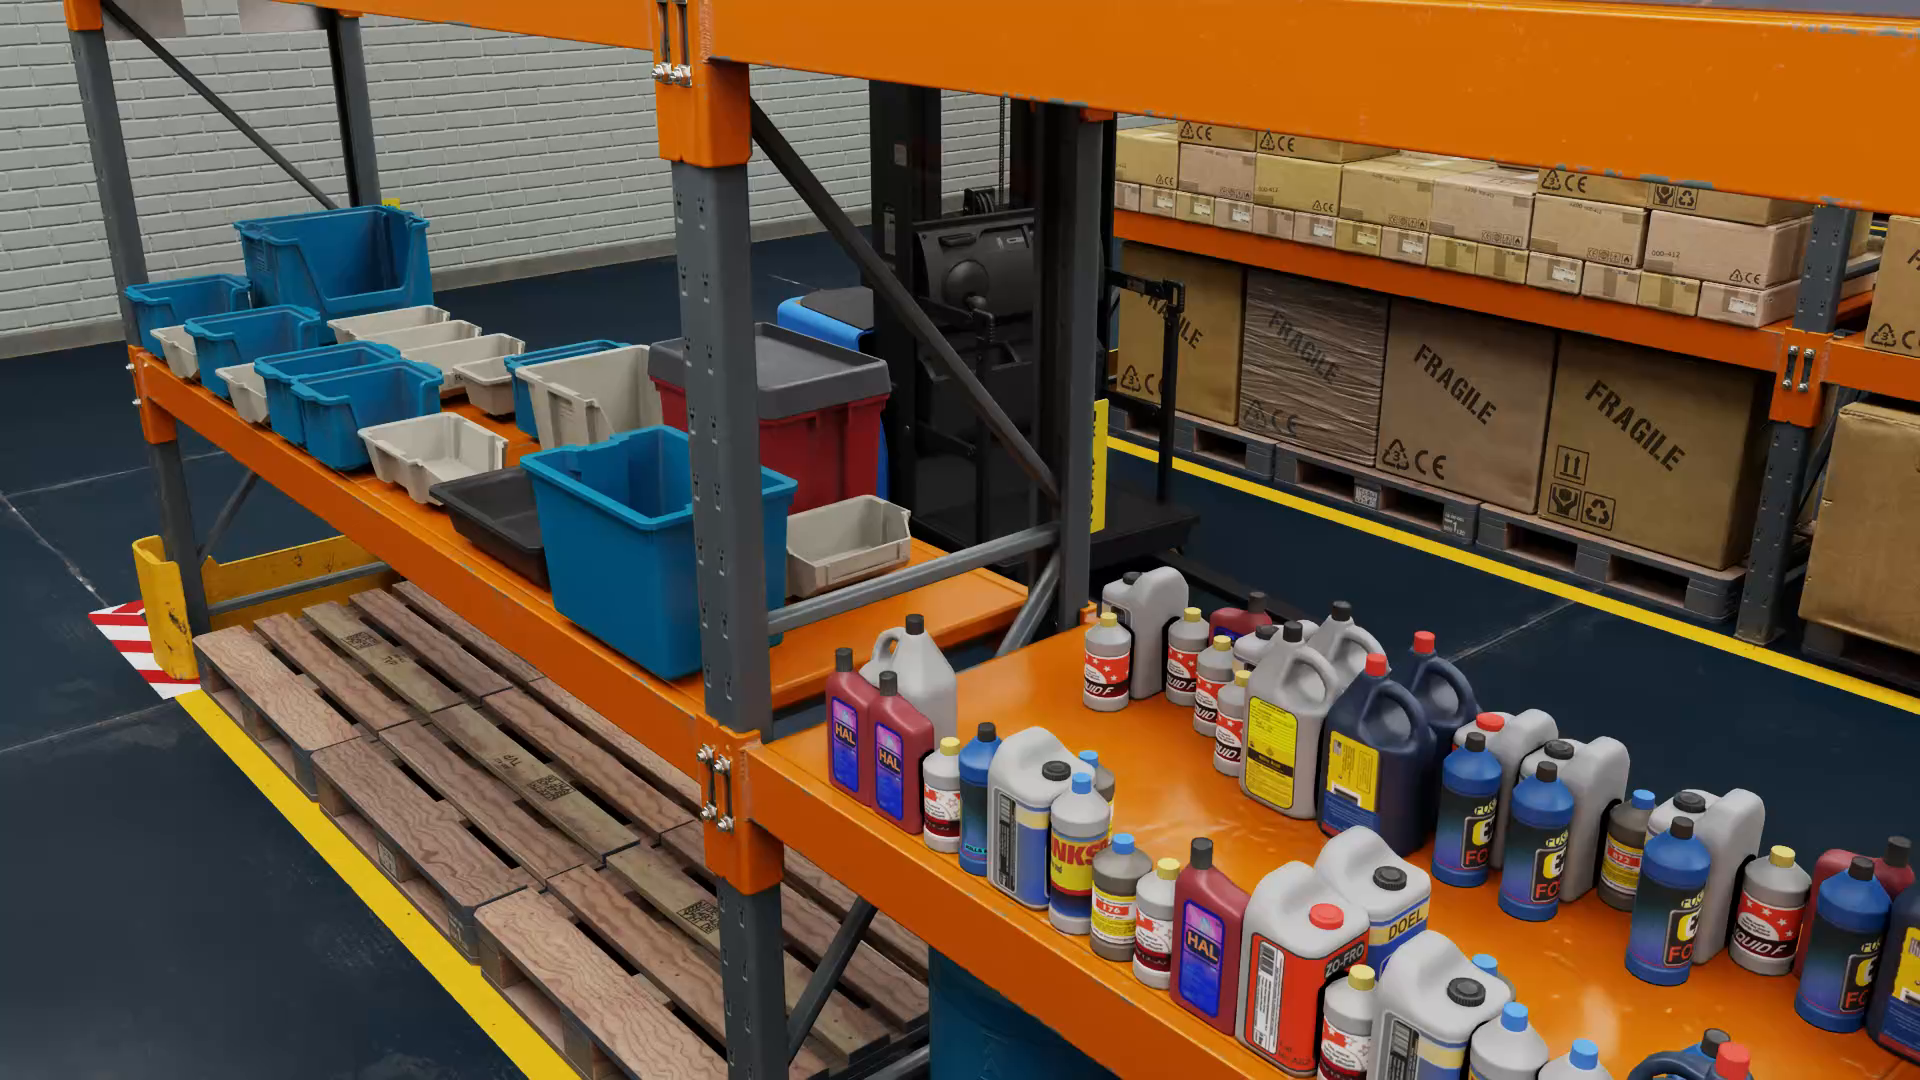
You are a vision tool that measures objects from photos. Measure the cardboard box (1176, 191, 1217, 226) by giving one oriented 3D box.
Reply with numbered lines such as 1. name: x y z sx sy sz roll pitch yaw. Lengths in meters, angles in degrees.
1. cardboard box: 1.349 -1.757 8.702 0.380 0.149 0.250 -18 28 -39

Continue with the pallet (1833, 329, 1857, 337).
1. pallet: 6.200 -1.456 11.411 1.003 0.211 1.213 -17 27 -37

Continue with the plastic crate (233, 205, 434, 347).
1. plastic crate: -2.361 -1.009 6.317 0.616 0.435 0.499 -17 27 -37

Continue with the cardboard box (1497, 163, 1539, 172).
1. cardboard box: 2.865 -1.978 7.692 0.500 0.500 0.500 -19 28 -39

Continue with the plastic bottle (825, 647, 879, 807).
1. plastic bottle: -0.194 0.349 3.139 0.061 0.283 0.133 -17 27 -37

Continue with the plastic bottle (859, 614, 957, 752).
1. plastic bottle: -0.099 0.301 3.171 0.144 0.351 0.185 -17 27 -37

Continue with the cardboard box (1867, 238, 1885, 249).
1. cardboard box: 6.397 -1.967 11.411 0.380 0.149 0.250 -17 27 -37

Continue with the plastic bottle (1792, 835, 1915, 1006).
1. plastic bottle: 1.385 0.573 2.568 0.061 0.283 0.133 -17 27 -37

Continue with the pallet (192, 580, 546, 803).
1. pallet: -2.212 0.523 6.360 1.003 0.211 1.213 -17 27 -37

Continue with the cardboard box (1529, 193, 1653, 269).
1. cardboard box: 2.816 -1.357 7.135 0.500 0.250 0.500 -16 27 -36

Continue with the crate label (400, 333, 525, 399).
1. crate label: -1.673 -0.581 5.634 0.396 0.136 0.243 -17 27 -37

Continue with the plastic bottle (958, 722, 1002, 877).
1. plastic bottle: 0.046 0.446 2.908 0.097 0.271 0.097 0 21 0

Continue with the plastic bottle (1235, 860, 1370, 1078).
1. plastic bottle: 0.508 0.624 2.447 0.152 0.276 0.135 -17 27 -37

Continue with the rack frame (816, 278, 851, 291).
1. rack frame: -0.646 -0.833 8.672 0.200 1.050 0.008 -14 25 -32

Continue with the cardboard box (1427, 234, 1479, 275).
1. cardboard box: 2.356 -1.331 7.614 0.380 0.149 0.250 -18 28 -38

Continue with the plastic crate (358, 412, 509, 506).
1. plastic crate: -1.474 -0.223 4.718 0.293 0.136 0.466 -17 27 -37

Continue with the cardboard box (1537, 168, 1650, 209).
1. cardboard box: 2.816 -1.708 7.000 0.500 0.500 0.500 -17 27 -37

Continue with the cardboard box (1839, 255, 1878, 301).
1. cardboard box: 3.701 -1.131 7.103 0.380 0.149 0.250 -17 27 -37

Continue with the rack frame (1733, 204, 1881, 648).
1. rack frame: 3.642 -1.087 6.646 1.000 3.000 0.127 -17 27 -37

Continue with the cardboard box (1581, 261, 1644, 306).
1. cardboard box: 2.859 -1.118 7.070 0.380 0.149 0.250 -18 28 -38

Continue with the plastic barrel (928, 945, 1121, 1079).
1. plastic barrel: 0.232 1.028 3.548 0.600 0.901 0.708 -17 27 -37

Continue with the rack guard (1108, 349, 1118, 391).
1. rack guard: 1.016 -1.035 9.940 1.175 0.500 0.348 -17 27 -37

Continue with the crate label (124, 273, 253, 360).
1. crate label: -2.809 -0.816 6.103 0.416 0.233 0.303 -17 27 -37

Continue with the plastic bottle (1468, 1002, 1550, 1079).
1. plastic bottle: 0.714 0.729 2.186 0.097 0.271 0.097 0 21 0

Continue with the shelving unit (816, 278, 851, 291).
1. shelving unit: -0.577 -0.797 8.578 0.215 1.050 0.252 -14 25 -32

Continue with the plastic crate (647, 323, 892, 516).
1. plastic crate: -0.503 -0.272 4.395 0.402 0.464 0.583 -17 27 -37

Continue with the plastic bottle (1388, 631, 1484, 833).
1. plastic bottle: 0.859 0.342 3.065 0.144 0.351 0.185 -17 27 -37

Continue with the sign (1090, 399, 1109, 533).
1. sign: 0.308 -0.167 3.918 0.100 0.325 0.005 -17 27 -37

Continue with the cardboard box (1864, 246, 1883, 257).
1. cardboard box: 6.050 -1.859 11.134 0.380 0.149 0.250 -17 27 -37

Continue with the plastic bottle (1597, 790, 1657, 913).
1. plastic bottle: 1.144 0.520 2.817 0.097 0.201 0.097 0 21 0

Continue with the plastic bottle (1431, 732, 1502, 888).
1. plastic bottle: 0.877 0.459 2.875 0.097 0.271 0.097 0 21 0

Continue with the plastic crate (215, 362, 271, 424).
1. plastic crate: -2.220 -0.476 5.365 0.250 0.136 0.298 -17 27 -37

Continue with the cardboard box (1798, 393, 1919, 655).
1. cardboard box: 4.075 -0.121 6.518 1.225 0.875 0.875 -17 27 -37

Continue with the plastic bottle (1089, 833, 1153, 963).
1. plastic bottle: 0.261 0.570 2.689 0.097 0.201 0.097 0 21 0

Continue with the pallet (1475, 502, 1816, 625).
1. pallet: 3.205 -0.017 7.739 1.003 0.211 1.213 -17 27 -37

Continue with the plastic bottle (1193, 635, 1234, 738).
1. plastic bottle: 0.530 0.293 3.394 0.097 0.201 0.097 0 21 0

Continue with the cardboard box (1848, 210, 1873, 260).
1. cardboard box: 3.534 -1.348 7.110 0.500 0.250 0.500 -18 28 -38

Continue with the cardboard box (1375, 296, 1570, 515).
1. cardboard box: 2.685 -0.743 8.106 0.875 0.875 0.875 -17 27 -37

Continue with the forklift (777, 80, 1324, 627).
1. forklift: 0.351 -1.177 6.971 1.130 2.935 3.031 -14 25 -32

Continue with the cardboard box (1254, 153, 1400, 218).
1. cardboard box: 1.810 -1.782 8.219 0.500 0.250 0.500 -19 28 -39

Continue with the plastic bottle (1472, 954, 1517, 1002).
1. plastic bottle: 0.742 0.688 2.386 0.097 0.201 0.097 0 21 0

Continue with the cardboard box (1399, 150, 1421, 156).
1. cardboard box: 2.212 -1.909 8.543 0.500 0.250 0.500 -19 28 -39

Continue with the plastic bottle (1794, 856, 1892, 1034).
1. plastic bottle: 1.336 0.602 2.509 0.097 0.271 0.097 0 21 0

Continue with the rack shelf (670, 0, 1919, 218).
1. rack shelf: 1.195 -0.417 1.809 1.077 0.370 4.000 -17 27 -37

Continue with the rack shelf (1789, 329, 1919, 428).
1. rack shelf: 4.948 -0.199 5.366 1.077 0.370 4.000 -17 27 -37

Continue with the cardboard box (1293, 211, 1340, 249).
1. cardboard box: 1.854 -1.544 8.157 0.380 0.149 0.250 -18 28 -38

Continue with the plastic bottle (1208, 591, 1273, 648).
1. plastic bottle: 0.578 0.231 3.440 0.061 0.283 0.133 -17 27 -37
